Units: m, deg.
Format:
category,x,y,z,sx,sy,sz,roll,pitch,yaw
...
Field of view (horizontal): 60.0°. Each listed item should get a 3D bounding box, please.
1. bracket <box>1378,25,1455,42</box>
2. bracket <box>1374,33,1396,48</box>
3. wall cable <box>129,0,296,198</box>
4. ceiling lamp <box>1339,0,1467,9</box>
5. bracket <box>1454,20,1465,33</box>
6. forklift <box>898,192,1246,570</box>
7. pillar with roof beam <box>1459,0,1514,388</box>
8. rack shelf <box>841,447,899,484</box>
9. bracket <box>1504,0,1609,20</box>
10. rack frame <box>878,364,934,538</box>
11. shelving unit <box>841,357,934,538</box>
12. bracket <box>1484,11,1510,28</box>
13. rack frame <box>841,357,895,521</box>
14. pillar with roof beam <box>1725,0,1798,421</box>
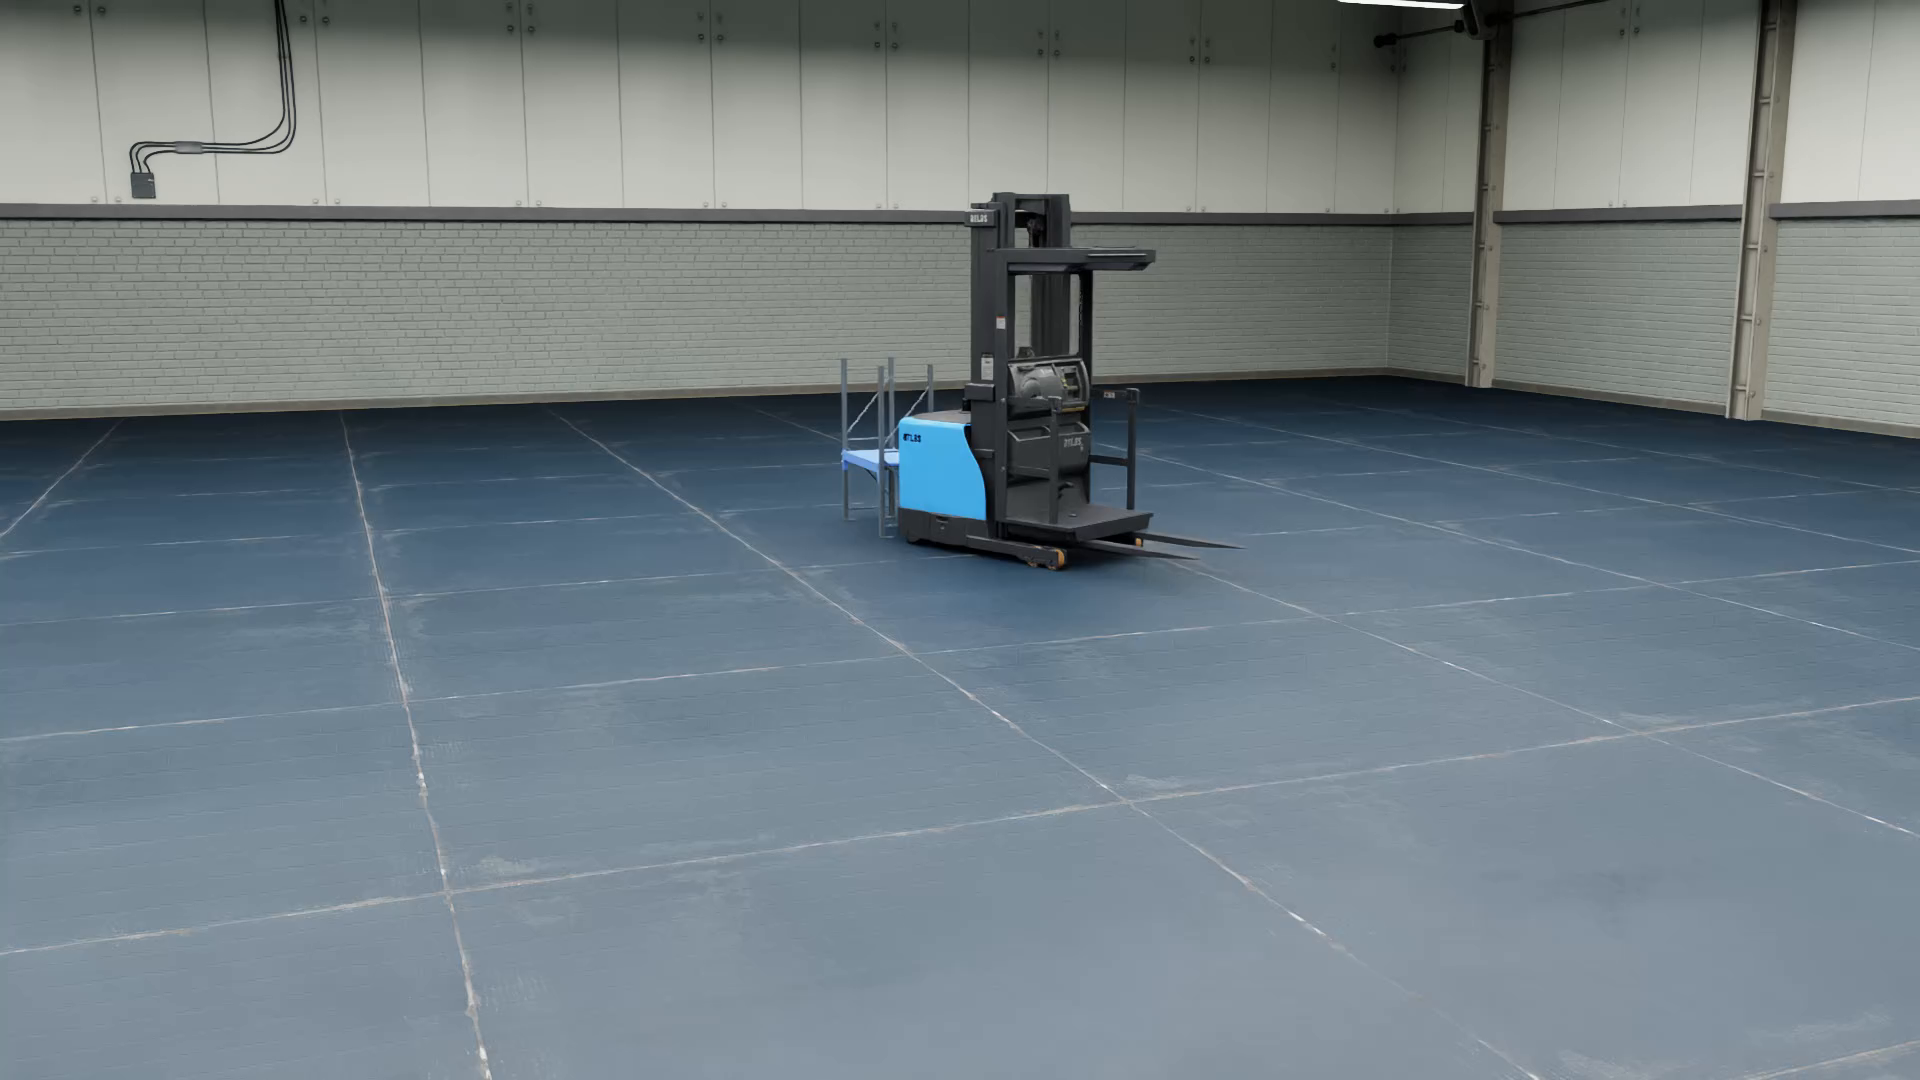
category,x,y,z,sx,sy,sz,roll,pitch,yaw
bracket,8.210,-9.297,30.712,0.076,0.066,3.189,-4,11,-21
bracket,7.996,-9.393,31.254,0.235,0.232,0.430,-4,11,-21
wall cable,-11.004,-8.029,24.152,2.305,6.003,0.169,-4,11,-21
ceiling lamp,6.113,-9.117,23.314,2.000,3.185,0.800,-4,11,-21
bracket,8.855,-9.006,29.079,0.235,0.232,0.430,-4,11,-21
forklift,0.882,-1.310,13.415,3.031,2.935,1.130,9,14,43
pillar with roof beam,5.324,-6.916,27.604,9.100,9.000,0.548,-4,11,-21
rack shelf,-0.659,-0.677,14.971,0.538,0.185,1.000,-4,11,-22
bracket,10.089,-8.450,25.953,0.076,0.066,4.783,-4,11,-21
rack frame,-0.468,-0.772,14.476,0.500,1.500,0.032,-4,11,-22
shelving unit,-0.659,-0.854,14.940,0.538,1.500,1.048,-4,11,-22
bracket,9.156,-8.871,28.318,0.235,0.232,0.430,-4,11,-21
rack frame,-0.850,-0.937,15.404,0.500,1.500,0.032,-4,11,-22
pillar with roof beam,7.498,-5.936,22.099,9.100,9.000,0.400,-4,11,-21
